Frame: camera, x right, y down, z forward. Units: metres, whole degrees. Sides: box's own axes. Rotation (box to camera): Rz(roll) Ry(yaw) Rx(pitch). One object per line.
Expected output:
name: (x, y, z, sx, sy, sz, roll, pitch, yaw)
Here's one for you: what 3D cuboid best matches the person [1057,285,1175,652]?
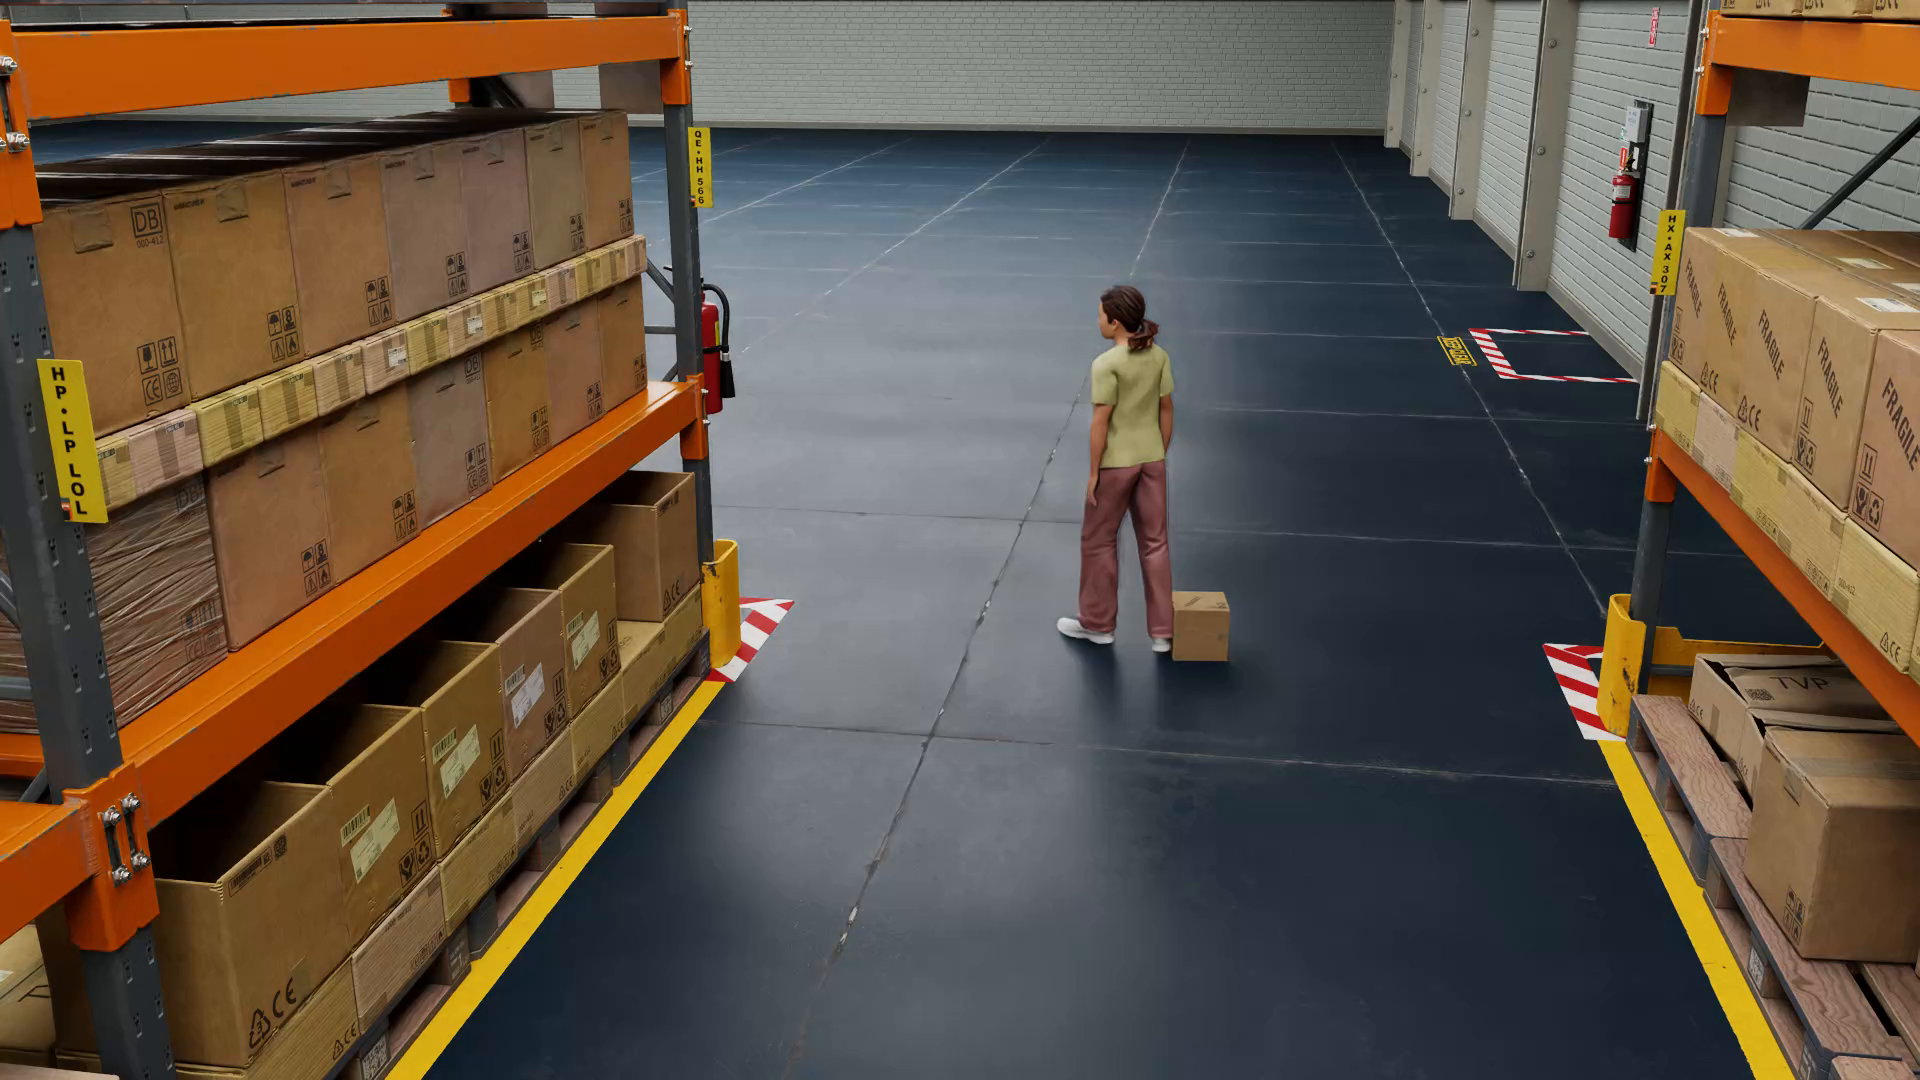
person: (0.765, -0.319, 7.535, 0.493, 1.670, 0.559, -9, 20, -27)
